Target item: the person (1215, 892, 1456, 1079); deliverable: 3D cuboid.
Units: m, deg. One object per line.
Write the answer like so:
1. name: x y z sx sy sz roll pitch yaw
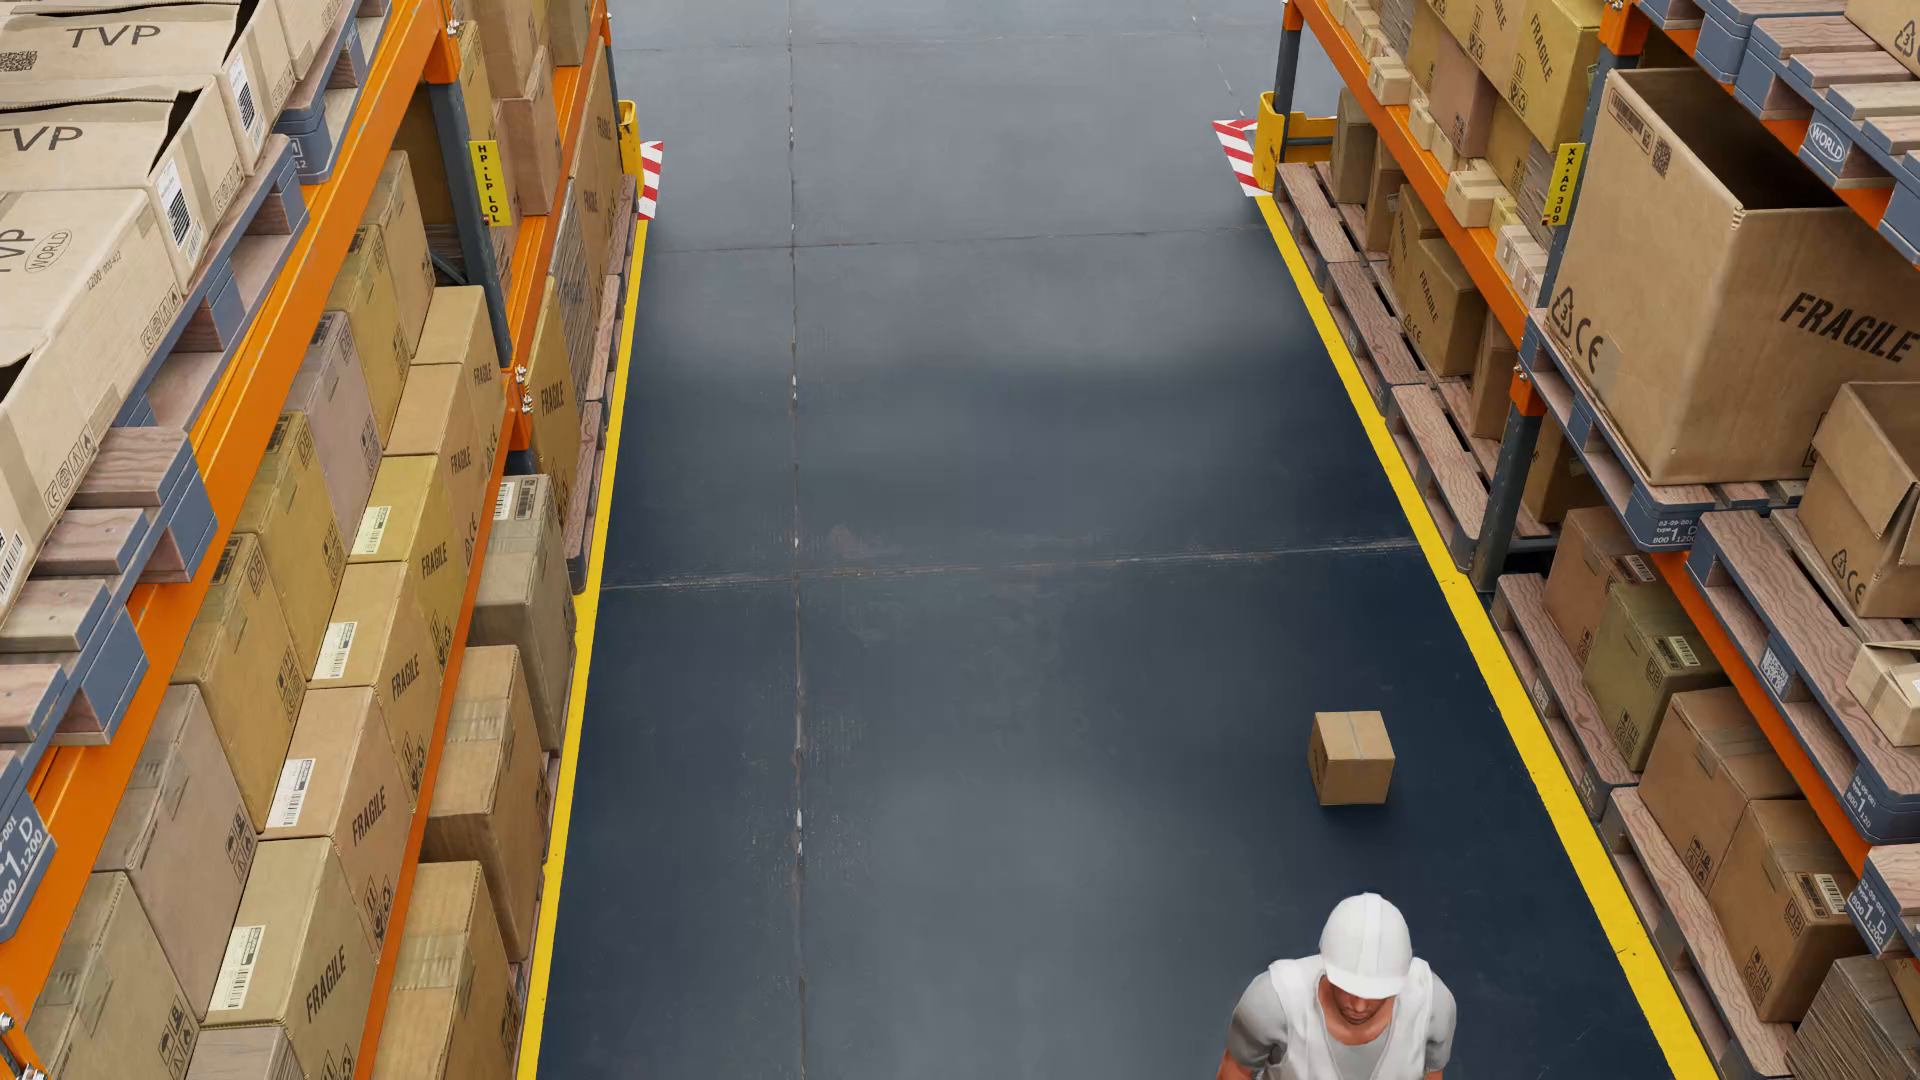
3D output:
1. person: 0.928 1.491 4.237 0.588 1.781 0.547 1 39 1
